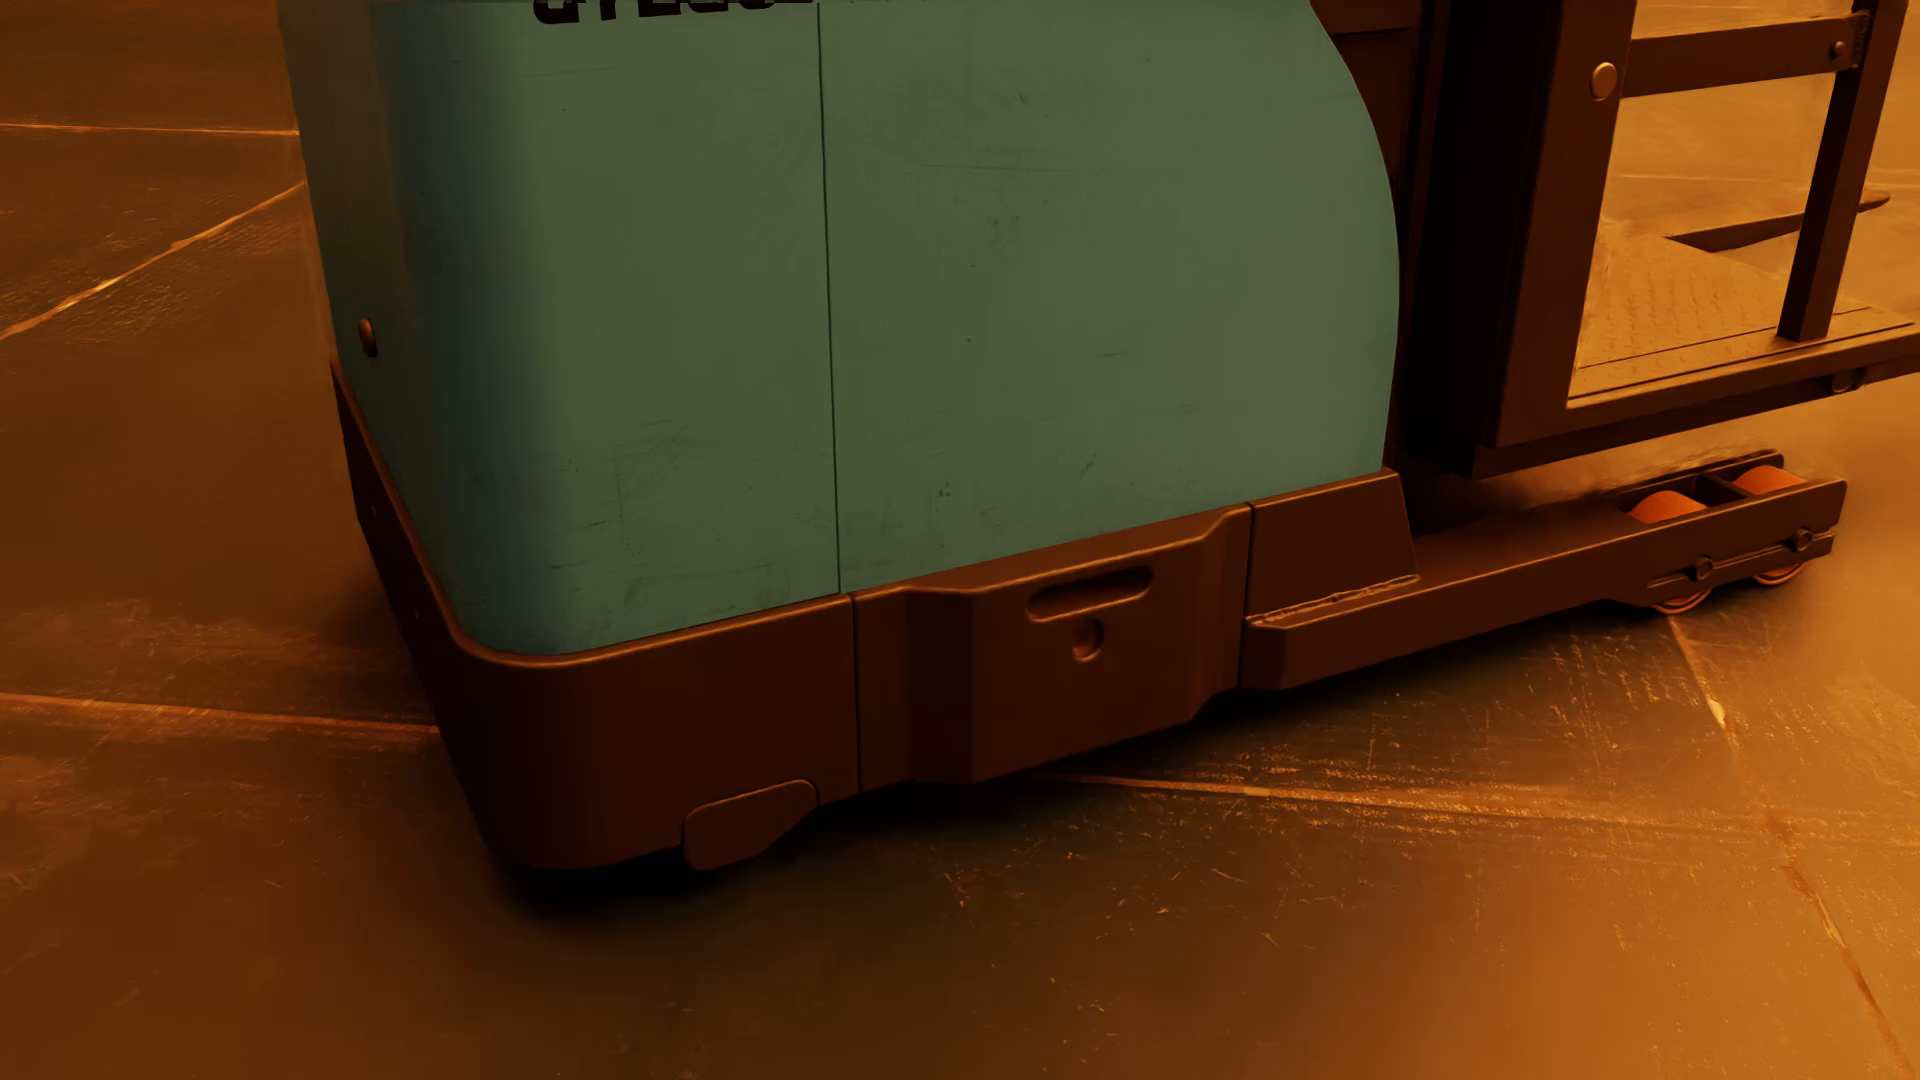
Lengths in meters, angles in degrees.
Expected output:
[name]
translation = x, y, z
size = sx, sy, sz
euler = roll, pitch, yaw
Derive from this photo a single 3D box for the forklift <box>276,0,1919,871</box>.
[forklift]
translation = 0.678, -1.407, 2.038
size = 3.031, 2.935, 1.130
euler = -12, 29, -23
